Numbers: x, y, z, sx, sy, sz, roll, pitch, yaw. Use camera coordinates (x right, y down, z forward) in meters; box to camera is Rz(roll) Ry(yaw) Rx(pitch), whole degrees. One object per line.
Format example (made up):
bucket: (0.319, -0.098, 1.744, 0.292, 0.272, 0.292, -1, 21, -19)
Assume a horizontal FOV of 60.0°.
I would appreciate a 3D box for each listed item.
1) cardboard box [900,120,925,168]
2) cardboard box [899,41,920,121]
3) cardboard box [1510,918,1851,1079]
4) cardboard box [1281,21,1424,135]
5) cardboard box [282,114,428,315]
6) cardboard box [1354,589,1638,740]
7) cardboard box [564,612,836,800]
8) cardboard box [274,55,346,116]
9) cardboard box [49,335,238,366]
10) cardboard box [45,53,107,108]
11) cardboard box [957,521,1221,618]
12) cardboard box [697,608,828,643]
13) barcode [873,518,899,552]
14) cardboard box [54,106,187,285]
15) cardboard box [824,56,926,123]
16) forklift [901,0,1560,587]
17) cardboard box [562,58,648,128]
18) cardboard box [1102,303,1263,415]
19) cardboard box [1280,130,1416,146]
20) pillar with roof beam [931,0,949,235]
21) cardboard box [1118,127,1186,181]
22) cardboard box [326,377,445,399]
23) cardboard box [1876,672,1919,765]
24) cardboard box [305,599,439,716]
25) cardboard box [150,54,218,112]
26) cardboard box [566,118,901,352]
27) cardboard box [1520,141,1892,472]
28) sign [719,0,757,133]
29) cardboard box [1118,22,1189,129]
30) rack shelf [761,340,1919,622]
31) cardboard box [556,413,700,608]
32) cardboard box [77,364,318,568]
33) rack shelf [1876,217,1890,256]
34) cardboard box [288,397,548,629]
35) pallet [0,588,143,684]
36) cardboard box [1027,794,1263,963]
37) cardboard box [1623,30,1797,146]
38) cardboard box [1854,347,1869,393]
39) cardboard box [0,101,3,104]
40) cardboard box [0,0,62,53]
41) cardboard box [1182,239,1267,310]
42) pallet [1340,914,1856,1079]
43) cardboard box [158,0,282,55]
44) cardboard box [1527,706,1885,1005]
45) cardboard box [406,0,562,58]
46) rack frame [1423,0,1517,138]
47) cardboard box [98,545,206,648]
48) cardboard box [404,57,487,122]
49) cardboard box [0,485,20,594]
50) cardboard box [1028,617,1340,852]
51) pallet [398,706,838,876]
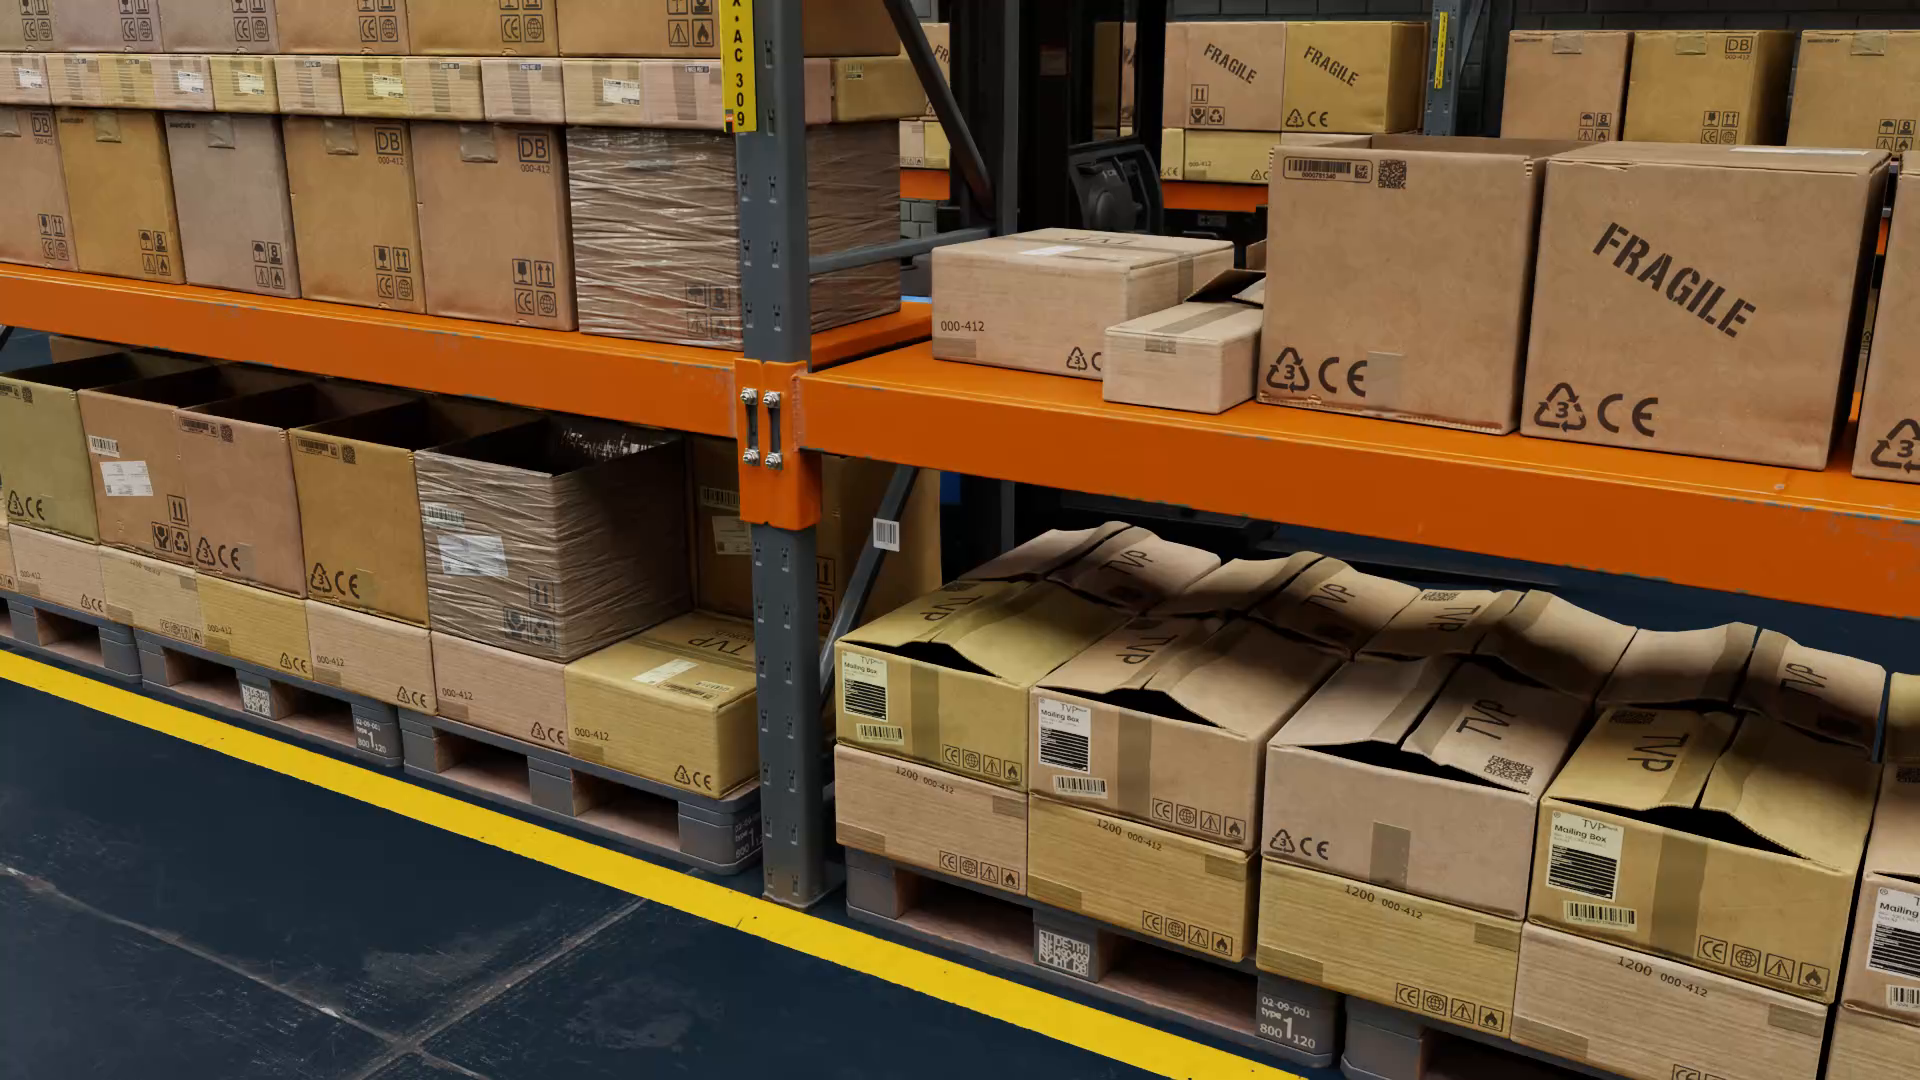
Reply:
cardboard box: (-0.281, -2.225, 9.269, 0.500, 0.250, 0.500, 9, 19, 28)
cardboard box: (-0.315, -2.588, 9.172, 0.500, 0.500, 0.500, 10, 20, 30)
cardboard box: (1.363, 0.791, 3.123, 0.500, 0.250, 0.500, 11, 20, 31)
cardboard box: (1.863, -2.199, 7.894, 0.500, 0.500, 0.500, 10, 20, 30)
cardboard box: (-1.421, -0.949, 4.674, 0.500, 0.500, 0.700, 10, 20, 31)
cardboard box: (1.204, 0.311, 3.739, 0.500, 0.311, 0.500, 10, 20, 30)
cardboard box: (-0.671, 0.418, 4.351, 0.500, 0.250, 0.500, 10, 20, 30)
cardboard box: (-1.587, -1.220, 4.448, 0.250, 0.149, 0.380, 11, 20, 32)
cardboard box: (-2.957, -0.524, 6.165, 0.500, 0.500, 0.500, 10, 20, 30)
cardboard box: (-2.468, -1.377, 4.965, 0.250, 0.149, 0.380, 9, 19, 28)
cardboard box: (0.334, 0.157, 4.246, 0.500, 0.311, 0.500, 10, 20, 30)
cardboard box: (-0.398, 0.289, 4.776, 0.500, 0.250, 0.500, 10, 20, 30)
barcode: (-0.162, -0.012, 3.651, 0.075, 0.075, 0.001, 10, 20, 30)
cardboard box: (-2.309, -1.106, 5.190, 0.500, 0.500, 0.700, 10, 20, 30)
cardboard box: (-0.289, -1.127, 4.142, 0.250, 0.149, 0.380, 10, 20, 30)
forklift: (0.771, -1.303, 6.127, 3.031, 2.935, 1.130, 7, 18, 23)
cardboard box: (-0.715, -1.064, 3.936, 0.250, 0.149, 0.380, 10, 19, 29)
cardboard box: (0.487, -0.374, 3.384, 0.250, 0.149, 0.380, 10, 20, 30)
cardboard box: (1.866, -1.842, 8.008, 0.500, 0.250, 0.500, 10, 20, 30)
pillar with roof beam: (-2.185, -4.428, 5.975, 0.400, 9.000, 9.100, 10, 20, 30)
cardboard box: (1.009, -1.993, 8.504, 0.500, 0.250, 0.500, 10, 20, 30)
cardboard box: (-1.672, -0.300, 5.425, 0.500, 0.500, 0.500, 10, 20, 30)
cardboard box: (2.069, 0.467, 3.228, 0.500, 0.311, 0.500, 10, 19, 29)
cardboard box: (-1.526, 0.268, 4.848, 0.500, 0.250, 0.500, 10, 20, 30)
cardboard box: (-2.039, -1.299, 4.710, 0.250, 0.149, 0.380, 10, 20, 31)
cardboard box: (-0.543, -0.794, 4.161, 0.500, 0.500, 0.700, 10, 19, 29)
cardboard box: (1.360, -0.450, 3.031, 0.500, 0.500, 0.500, 10, 20, 30)
sign: (-0.451, -0.994, 3.368, 0.005, 0.325, 0.100, 10, 20, 30)
cardboard box: (1.011, -2.353, 8.400, 0.500, 0.500, 0.500, 9, 19, 28)
rack shelf: (1.543, -0.031, 3.061, 4.000, 0.370, 1.077, 10, 20, 30)
cardboard box: (-0.823, -0.146, 4.919, 0.500, 0.500, 0.500, 10, 20, 30)
cardboard box: (-2.370, -0.247, 5.252, 0.500, 0.500, 0.500, 10, 20, 30)
rack shelf: (4.132, -1.259, 7.102, 4.000, 0.370, 1.077, 10, 20, 30)
cardboard box: (-1.519, -0.094, 4.749, 0.500, 0.500, 0.500, 10, 20, 30)
pallet: (-2.896, 0.152, 6.018, 1.213, 0.211, 1.003, 10, 20, 30)
cardboard box: (0.487, 0.636, 3.636, 0.500, 0.250, 0.500, 11, 20, 31)
cardboard box: (3.316, -1.993, 7.352, 0.500, 0.500, 0.700, 13, 21, 36)
cardboard box: (3.944, -0.660, 7.437, 0.500, 0.500, 0.700, 10, 20, 31)
cardboard box: (-2.910, -1.456, 5.224, 0.250, 0.149, 0.380, 10, 20, 30)
cardboard box: (-2.683, -1.796, 5.229, 0.500, 0.500, 0.700, 10, 19, 29)
cardboard box: (0.684, -0.527, 3.687, 0.258, 0.266, 0.396, 10, 19, 29)
pallet: (1.530, 0.942, 3.416, 1.213, 0.211, 1.003, 10, 20, 30)
cardboard box: (-1.826, -1.643, 4.726, 0.500, 0.500, 0.700, 10, 20, 30)
cardboard box: (1.371, 0.525, 3.037, 0.500, 0.311, 0.500, 11, 20, 32)
cardboard box: (-0.974, -1.491, 4.224, 0.500, 0.500, 0.700, 10, 20, 30)
rack frame: (2.428, -1.907, 7.999, 0.127, 3.000, 1.000, 10, 20, 30)
cardboard box: (-2.376, 0.114, 5.352, 0.500, 0.250, 0.500, 10, 20, 30)
cardboard box: (-1.164, -1.143, 4.196, 0.250, 0.149, 0.380, 10, 20, 30)
cardboard box: (-3.229, -0.037, 5.850, 0.500, 0.250, 0.500, 10, 20, 30)
cardboard box: (0.484, 0.369, 3.550, 0.500, 0.311, 0.500, 10, 19, 29)
pallet: (-0.817, 0.523, 4.796, 1.213, 0.211, 1.003, 10, 20, 30)
